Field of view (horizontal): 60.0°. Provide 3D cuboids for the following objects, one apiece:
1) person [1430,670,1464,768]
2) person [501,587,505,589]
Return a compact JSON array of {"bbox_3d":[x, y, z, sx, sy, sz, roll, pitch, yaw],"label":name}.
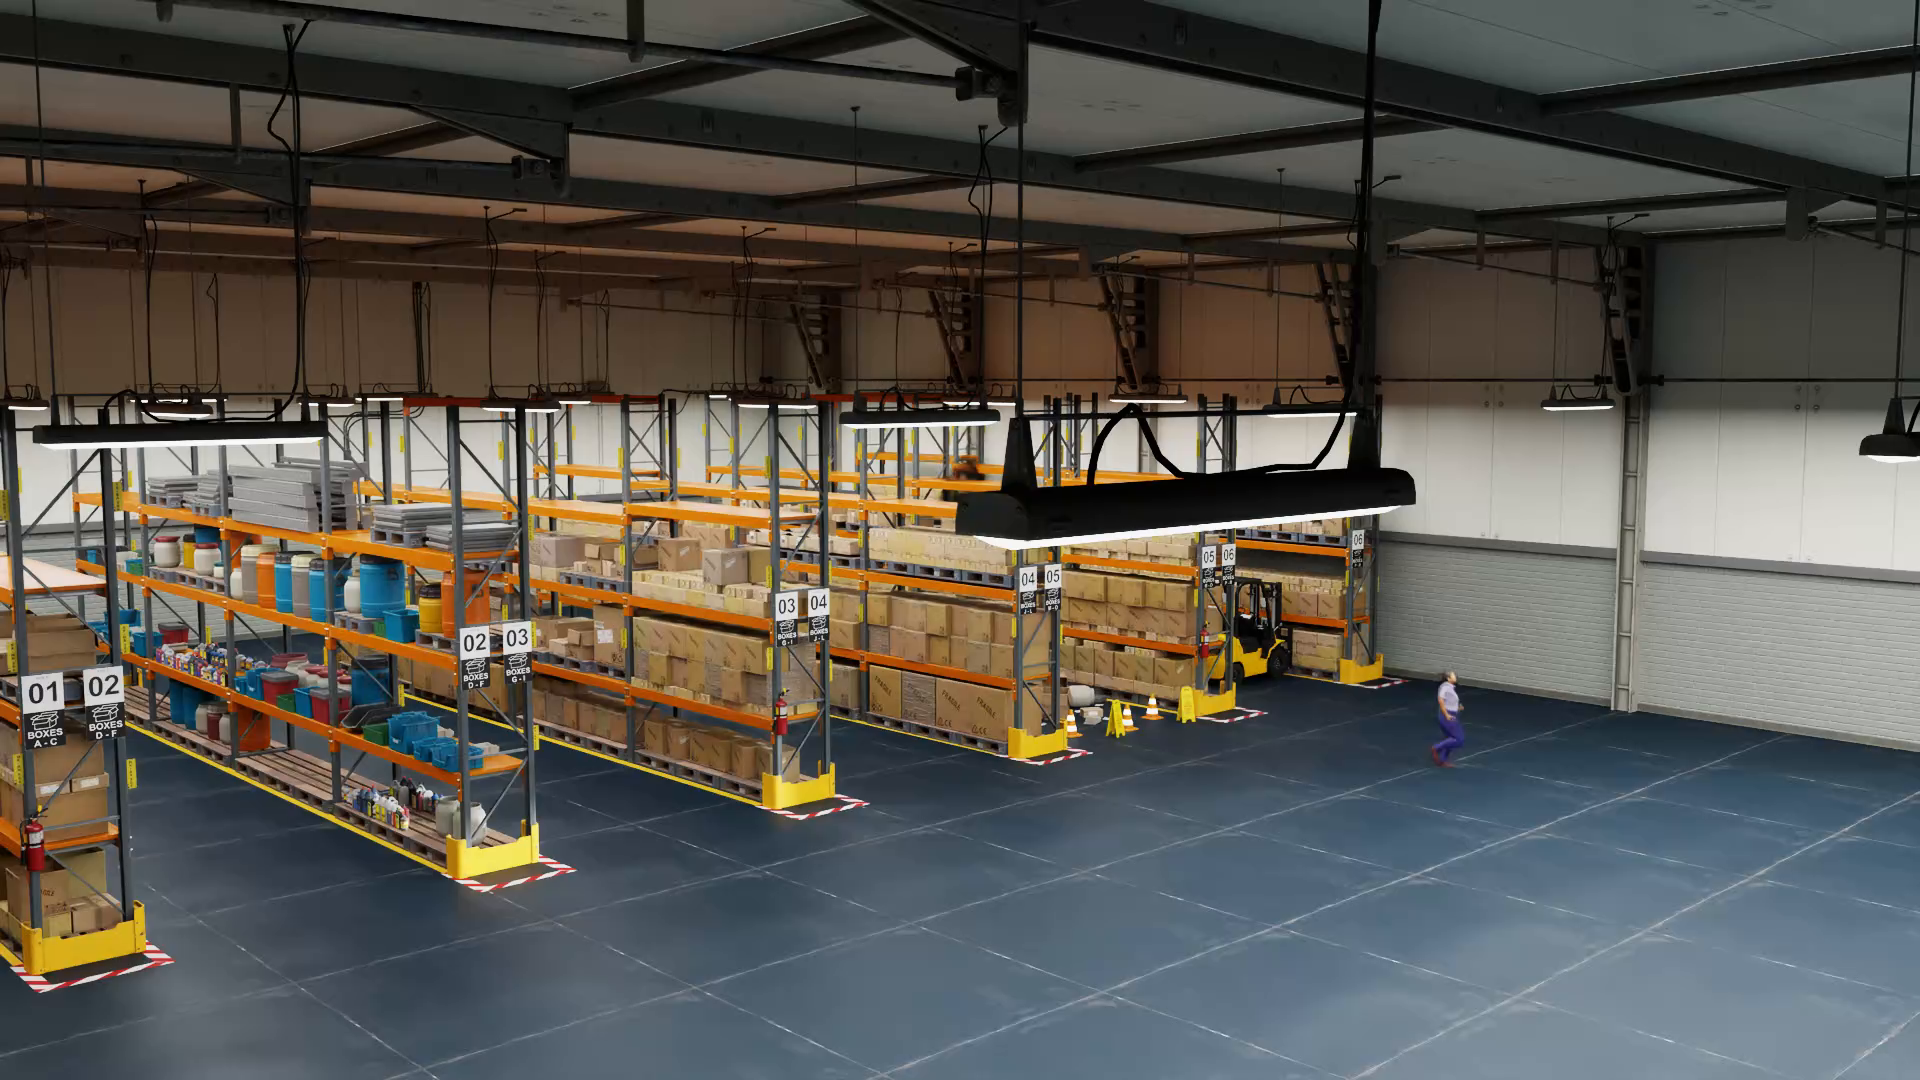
[{"bbox_3d":[7.949,2.955,27.127,0.559,1.539,0.634,1,6,9],"label":"person"},{"bbox_3d":[-10.428,1.850,38.004,0.601,1.586,0.797,-3,6,-25],"label":"person"}]
